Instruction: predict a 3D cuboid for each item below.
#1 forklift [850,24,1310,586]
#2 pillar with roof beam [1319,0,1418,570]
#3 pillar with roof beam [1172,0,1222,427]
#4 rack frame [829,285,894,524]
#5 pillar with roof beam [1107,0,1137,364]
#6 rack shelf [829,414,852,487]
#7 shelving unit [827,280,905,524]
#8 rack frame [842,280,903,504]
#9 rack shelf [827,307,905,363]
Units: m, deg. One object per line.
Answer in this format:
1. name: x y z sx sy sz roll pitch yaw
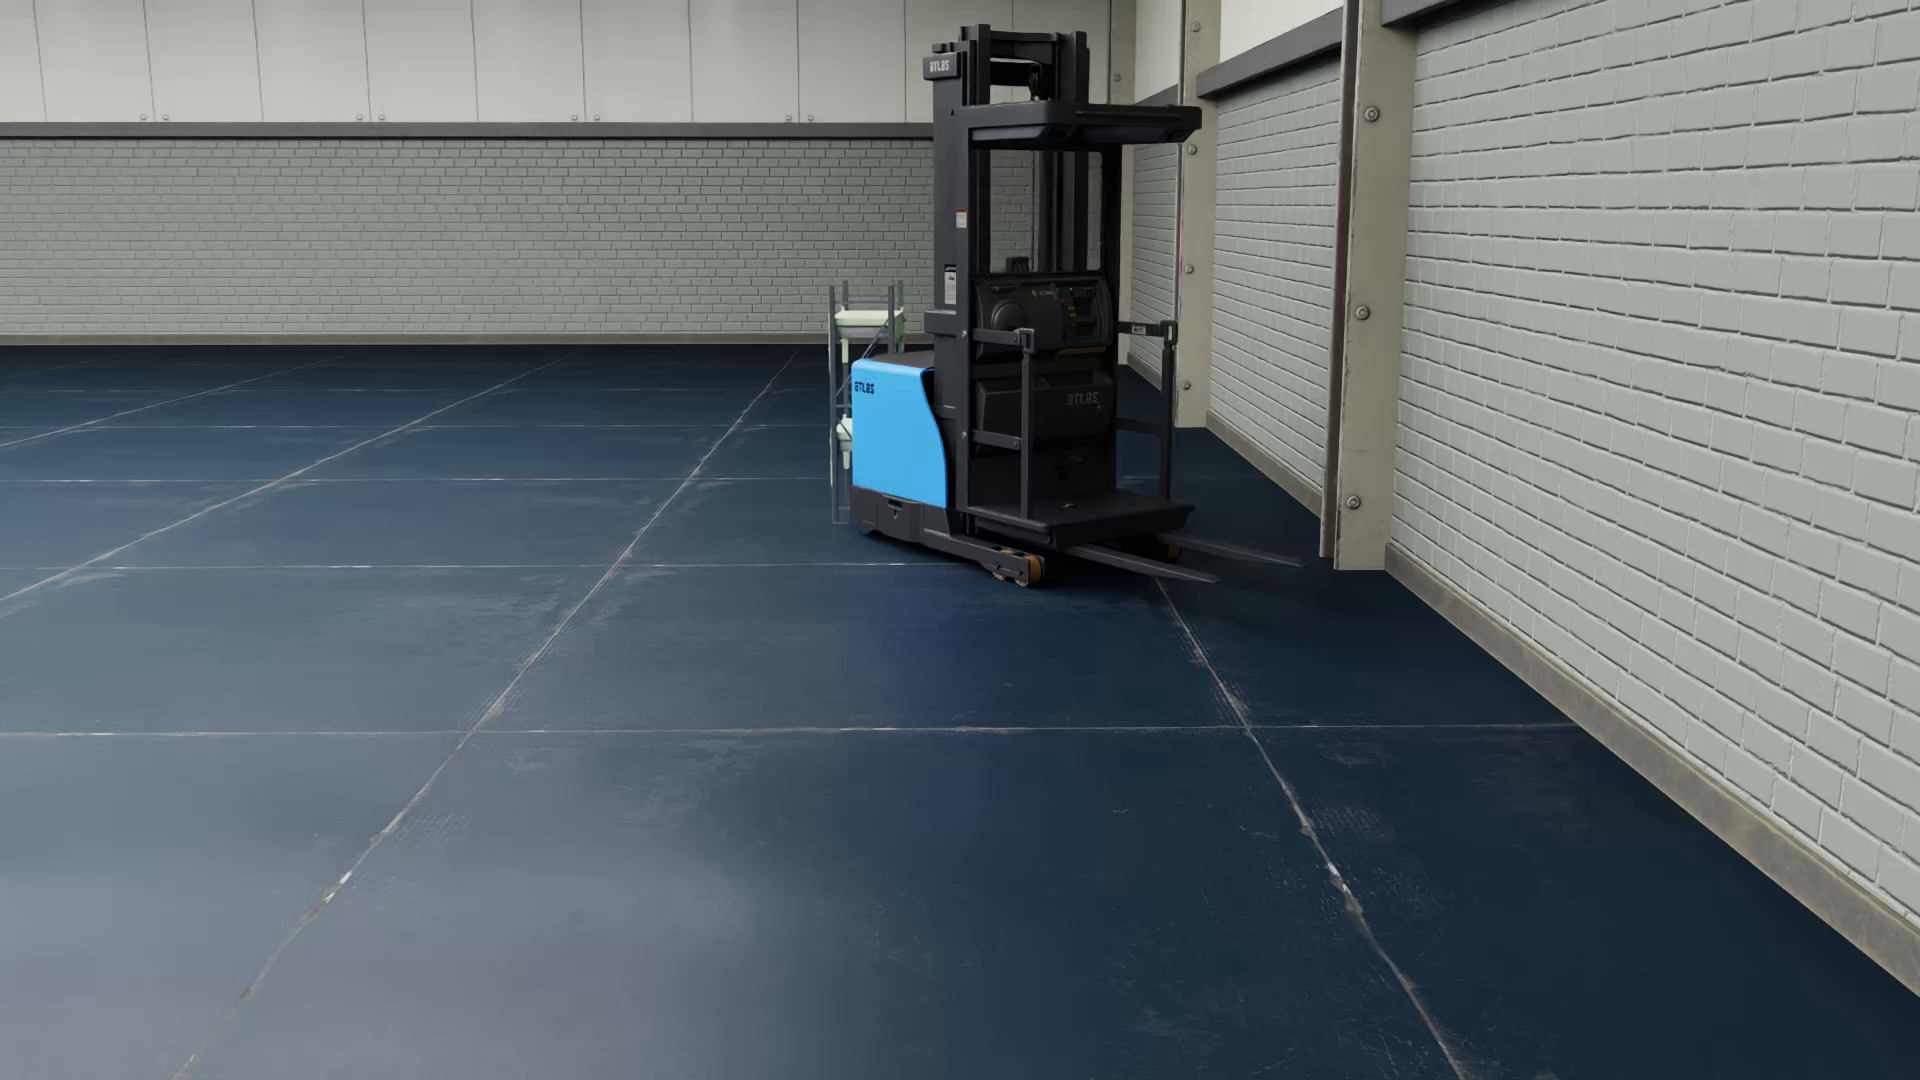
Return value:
1. forklift: 0.597 -1.298 9.087 1.130 2.935 3.031 -8 14 -35
2. pillar with roof beam: -2.067 -4.266 8.454 9.100 9.000 0.400 0 11 -1
3. pillar with roof beam: -2.191 -5.459 14.333 9.100 9.000 0.400 0 11 -1
4. rack frame: -0.609 -0.836 10.407 0.400 1.500 0.023 0 11 2
5. pillar with roof beam: -2.315 -6.651 20.212 9.100 9.000 0.400 0 11 -1
6. rack shelf: -0.593 -0.589 10.830 0.431 0.370 0.720 0 11 2
7. shelving unit: -0.593 -0.909 10.765 0.431 1.500 0.755 0 11 2
8. rack frame: -0.577 -0.981 11.123 0.400 1.500 0.023 0 11 2
9. rack shelf: -0.593 -1.291 10.687 0.431 0.370 0.720 0 11 2
